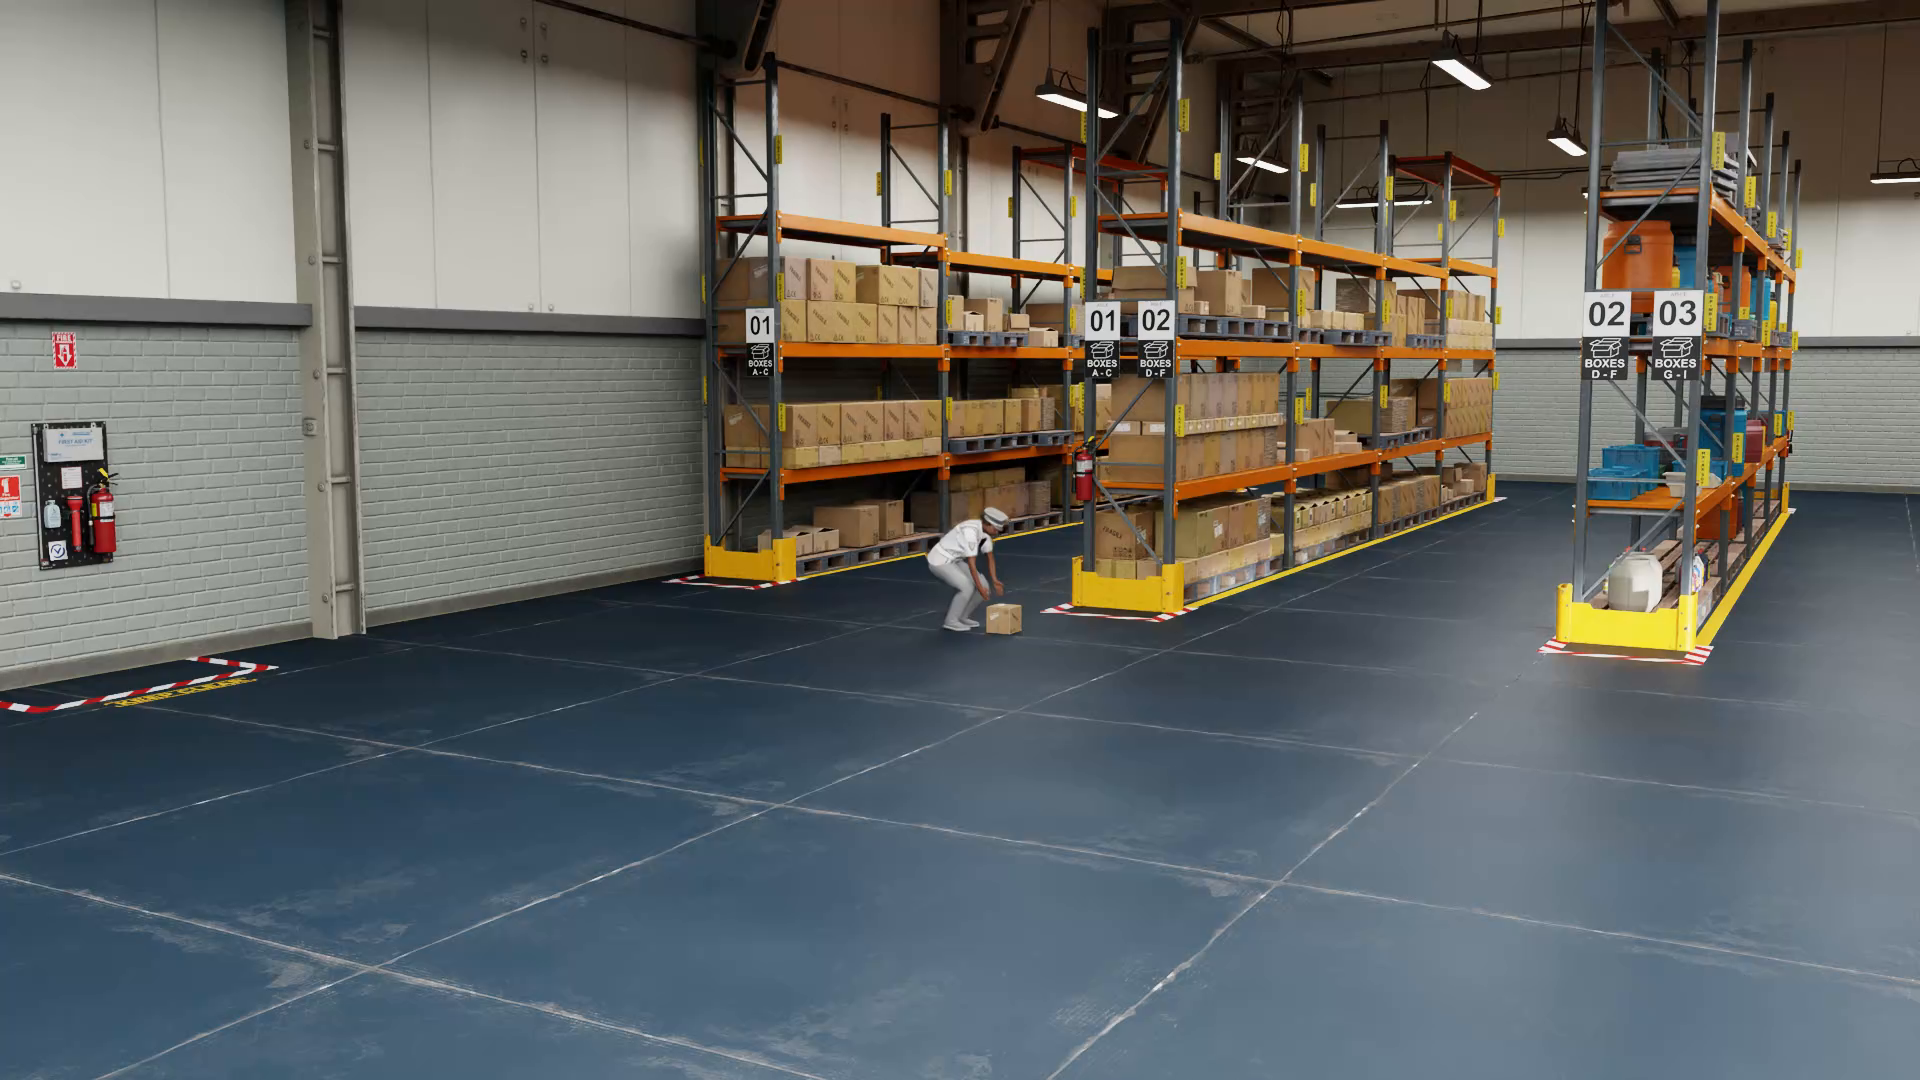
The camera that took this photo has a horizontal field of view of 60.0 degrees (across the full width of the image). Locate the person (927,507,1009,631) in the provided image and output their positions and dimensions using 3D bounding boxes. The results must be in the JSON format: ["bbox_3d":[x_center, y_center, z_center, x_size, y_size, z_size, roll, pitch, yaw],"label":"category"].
[{"bbox_3d":[0.093,0.270,16.098,0.803,1.189,0.496,3,7,29],"label":"person"}]
